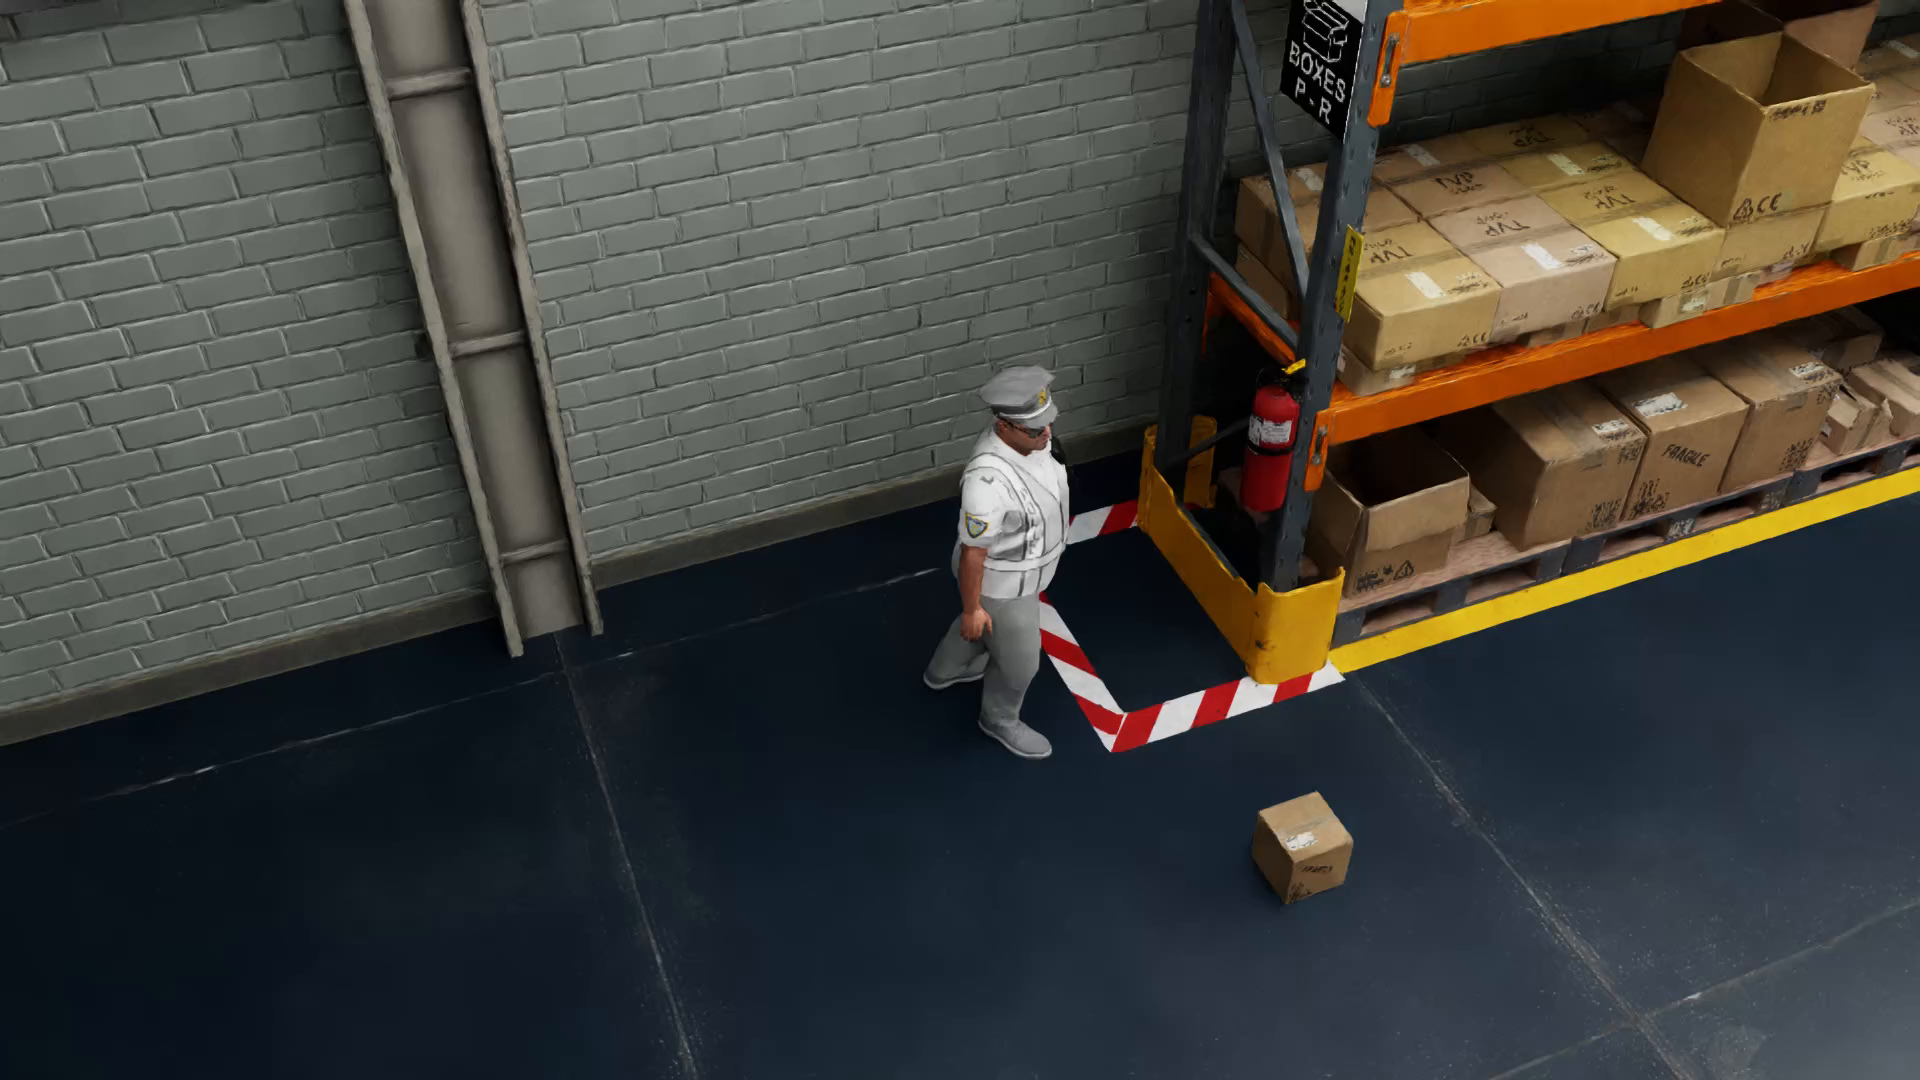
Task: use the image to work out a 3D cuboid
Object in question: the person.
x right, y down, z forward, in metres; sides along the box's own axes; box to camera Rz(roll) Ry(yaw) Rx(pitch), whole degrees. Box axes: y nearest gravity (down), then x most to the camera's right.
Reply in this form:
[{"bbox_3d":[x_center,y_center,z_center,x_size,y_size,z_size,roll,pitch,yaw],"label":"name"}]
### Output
[{"bbox_3d":[0.119,0.068,6.078,0.569,1.751,0.587,12,43,14],"label":"person"}]
